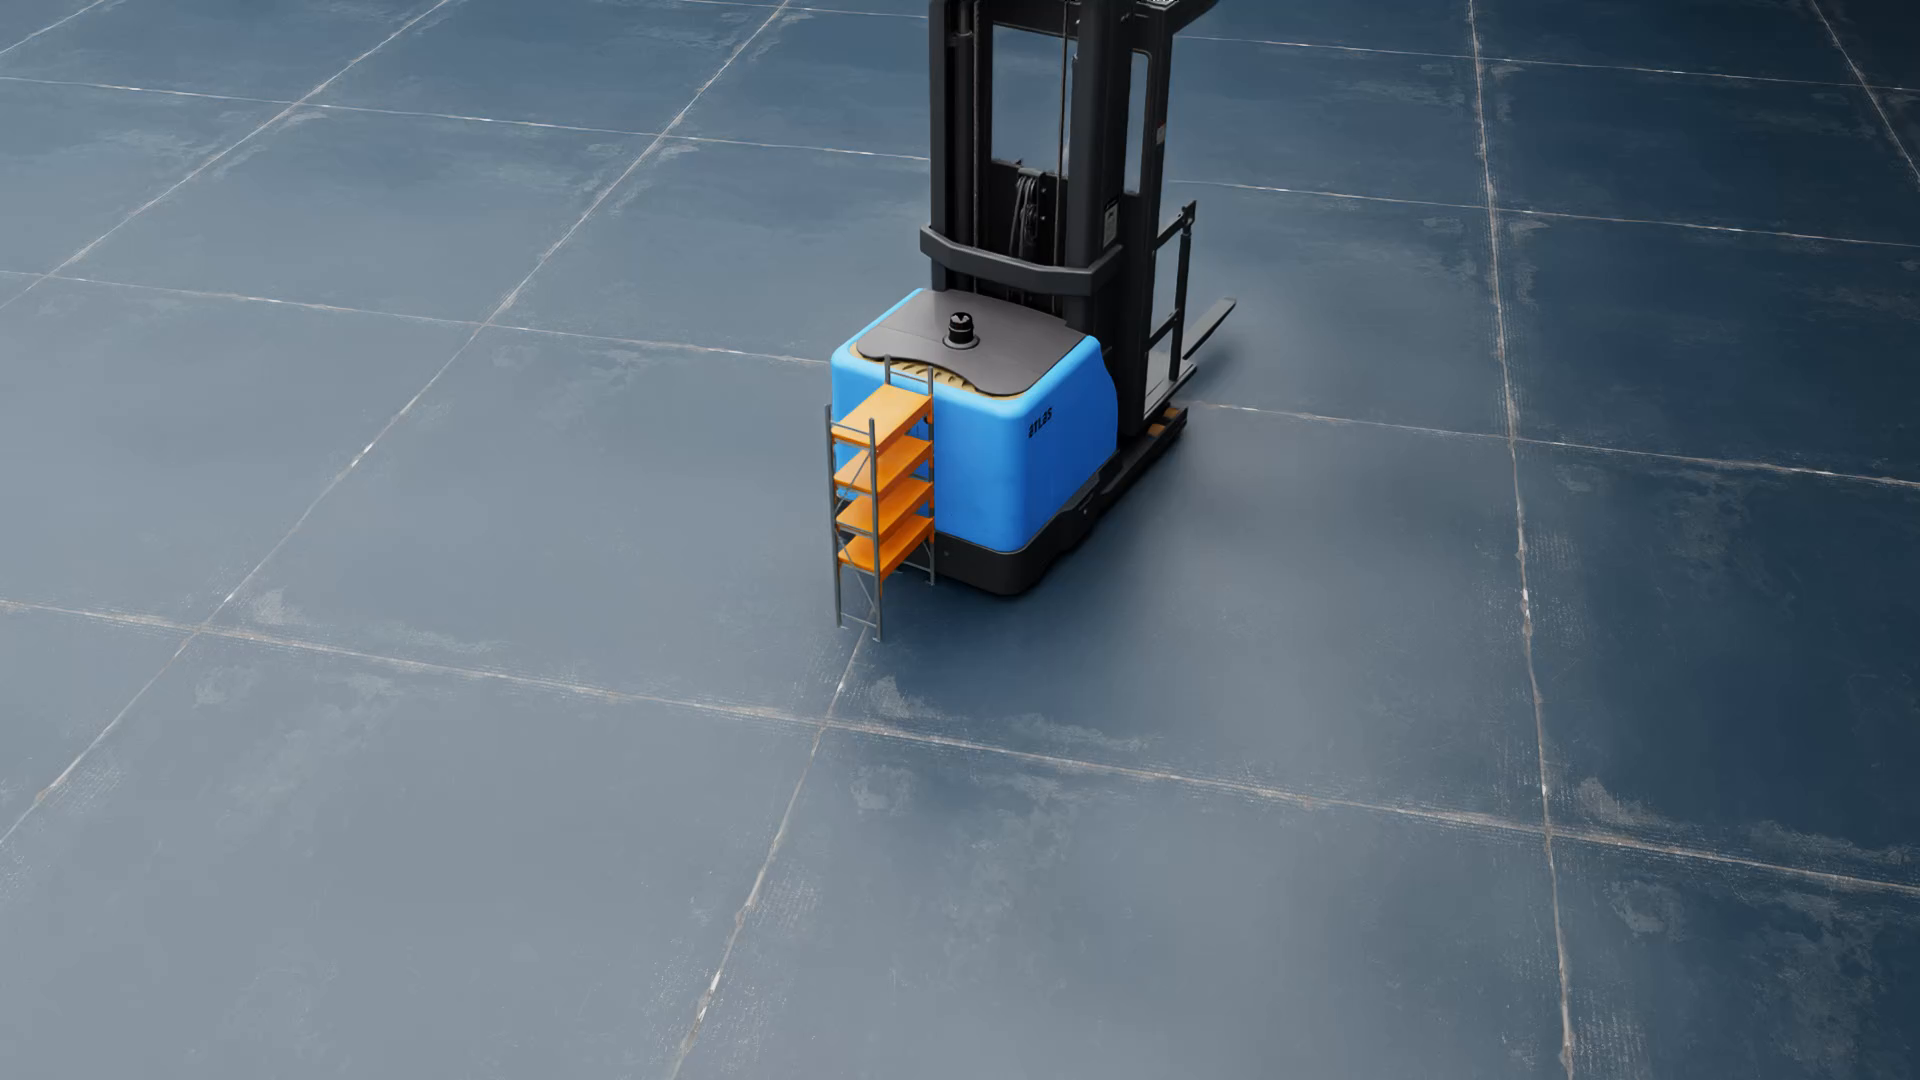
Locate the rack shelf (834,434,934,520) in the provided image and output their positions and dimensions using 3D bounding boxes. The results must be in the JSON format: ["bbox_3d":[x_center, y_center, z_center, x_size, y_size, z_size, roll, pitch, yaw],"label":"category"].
[{"bbox_3d":[-0.344,-0.302,7.378,0.258,0.148,0.480,18,40,23],"label":"rack shelf"}]

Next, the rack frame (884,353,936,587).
[{"bbox_3d":[-0.225,-0.301,7.643,0.240,1.200,0.015,18,40,23],"label":"rack frame"}]

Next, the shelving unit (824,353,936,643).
[{"bbox_3d":[-0.344,-0.176,7.470,0.258,1.200,0.503,18,40,23],"label":"shelving unit"}]

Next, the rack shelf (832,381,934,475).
[{"bbox_3d":[-0.344,-0.494,7.239,0.258,0.148,0.480,18,40,23],"label":"rack shelf"}]

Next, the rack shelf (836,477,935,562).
[{"bbox_3d":[-0.344,-0.121,7.509,0.258,0.148,0.480,18,40,23],"label":"rack shelf"}]

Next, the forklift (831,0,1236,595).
[{"bbox_3d":[0.575,-1.769,8.193,1.130,2.935,3.031,19,40,24],"label":"forklift"}]

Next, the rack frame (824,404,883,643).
[{"bbox_3d":[-0.462,-0.050,7.297,0.240,1.200,0.015,18,40,23],"label":"rack frame"}]

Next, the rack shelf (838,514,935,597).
[{"bbox_3d":[-0.344,0.040,7.626,0.258,0.148,0.480,18,40,23],"label":"rack shelf"}]
